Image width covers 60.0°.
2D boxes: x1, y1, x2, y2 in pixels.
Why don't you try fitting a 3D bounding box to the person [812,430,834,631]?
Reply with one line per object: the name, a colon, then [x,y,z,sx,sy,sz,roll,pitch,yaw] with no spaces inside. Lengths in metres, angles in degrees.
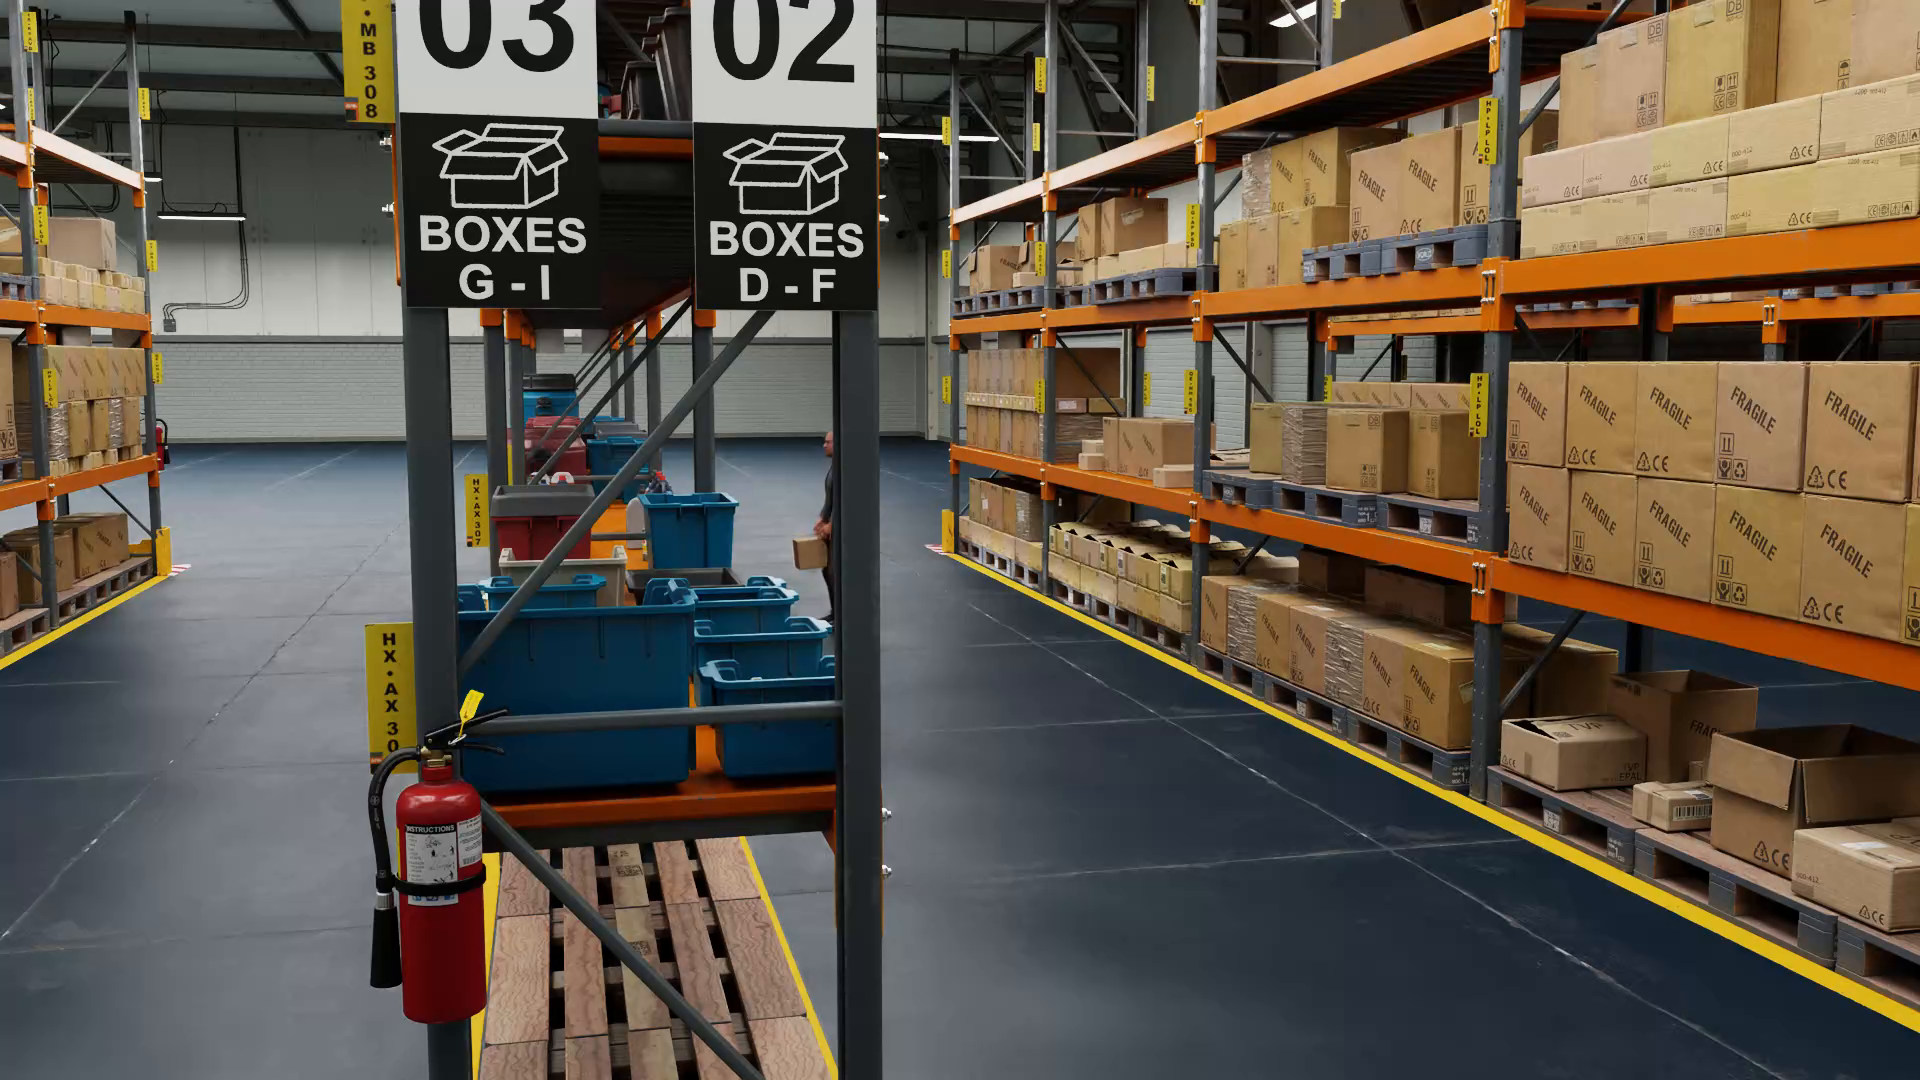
person: [-1.039,-0.095,14.422,0.435,1.727,0.553,-2,6,-15]
